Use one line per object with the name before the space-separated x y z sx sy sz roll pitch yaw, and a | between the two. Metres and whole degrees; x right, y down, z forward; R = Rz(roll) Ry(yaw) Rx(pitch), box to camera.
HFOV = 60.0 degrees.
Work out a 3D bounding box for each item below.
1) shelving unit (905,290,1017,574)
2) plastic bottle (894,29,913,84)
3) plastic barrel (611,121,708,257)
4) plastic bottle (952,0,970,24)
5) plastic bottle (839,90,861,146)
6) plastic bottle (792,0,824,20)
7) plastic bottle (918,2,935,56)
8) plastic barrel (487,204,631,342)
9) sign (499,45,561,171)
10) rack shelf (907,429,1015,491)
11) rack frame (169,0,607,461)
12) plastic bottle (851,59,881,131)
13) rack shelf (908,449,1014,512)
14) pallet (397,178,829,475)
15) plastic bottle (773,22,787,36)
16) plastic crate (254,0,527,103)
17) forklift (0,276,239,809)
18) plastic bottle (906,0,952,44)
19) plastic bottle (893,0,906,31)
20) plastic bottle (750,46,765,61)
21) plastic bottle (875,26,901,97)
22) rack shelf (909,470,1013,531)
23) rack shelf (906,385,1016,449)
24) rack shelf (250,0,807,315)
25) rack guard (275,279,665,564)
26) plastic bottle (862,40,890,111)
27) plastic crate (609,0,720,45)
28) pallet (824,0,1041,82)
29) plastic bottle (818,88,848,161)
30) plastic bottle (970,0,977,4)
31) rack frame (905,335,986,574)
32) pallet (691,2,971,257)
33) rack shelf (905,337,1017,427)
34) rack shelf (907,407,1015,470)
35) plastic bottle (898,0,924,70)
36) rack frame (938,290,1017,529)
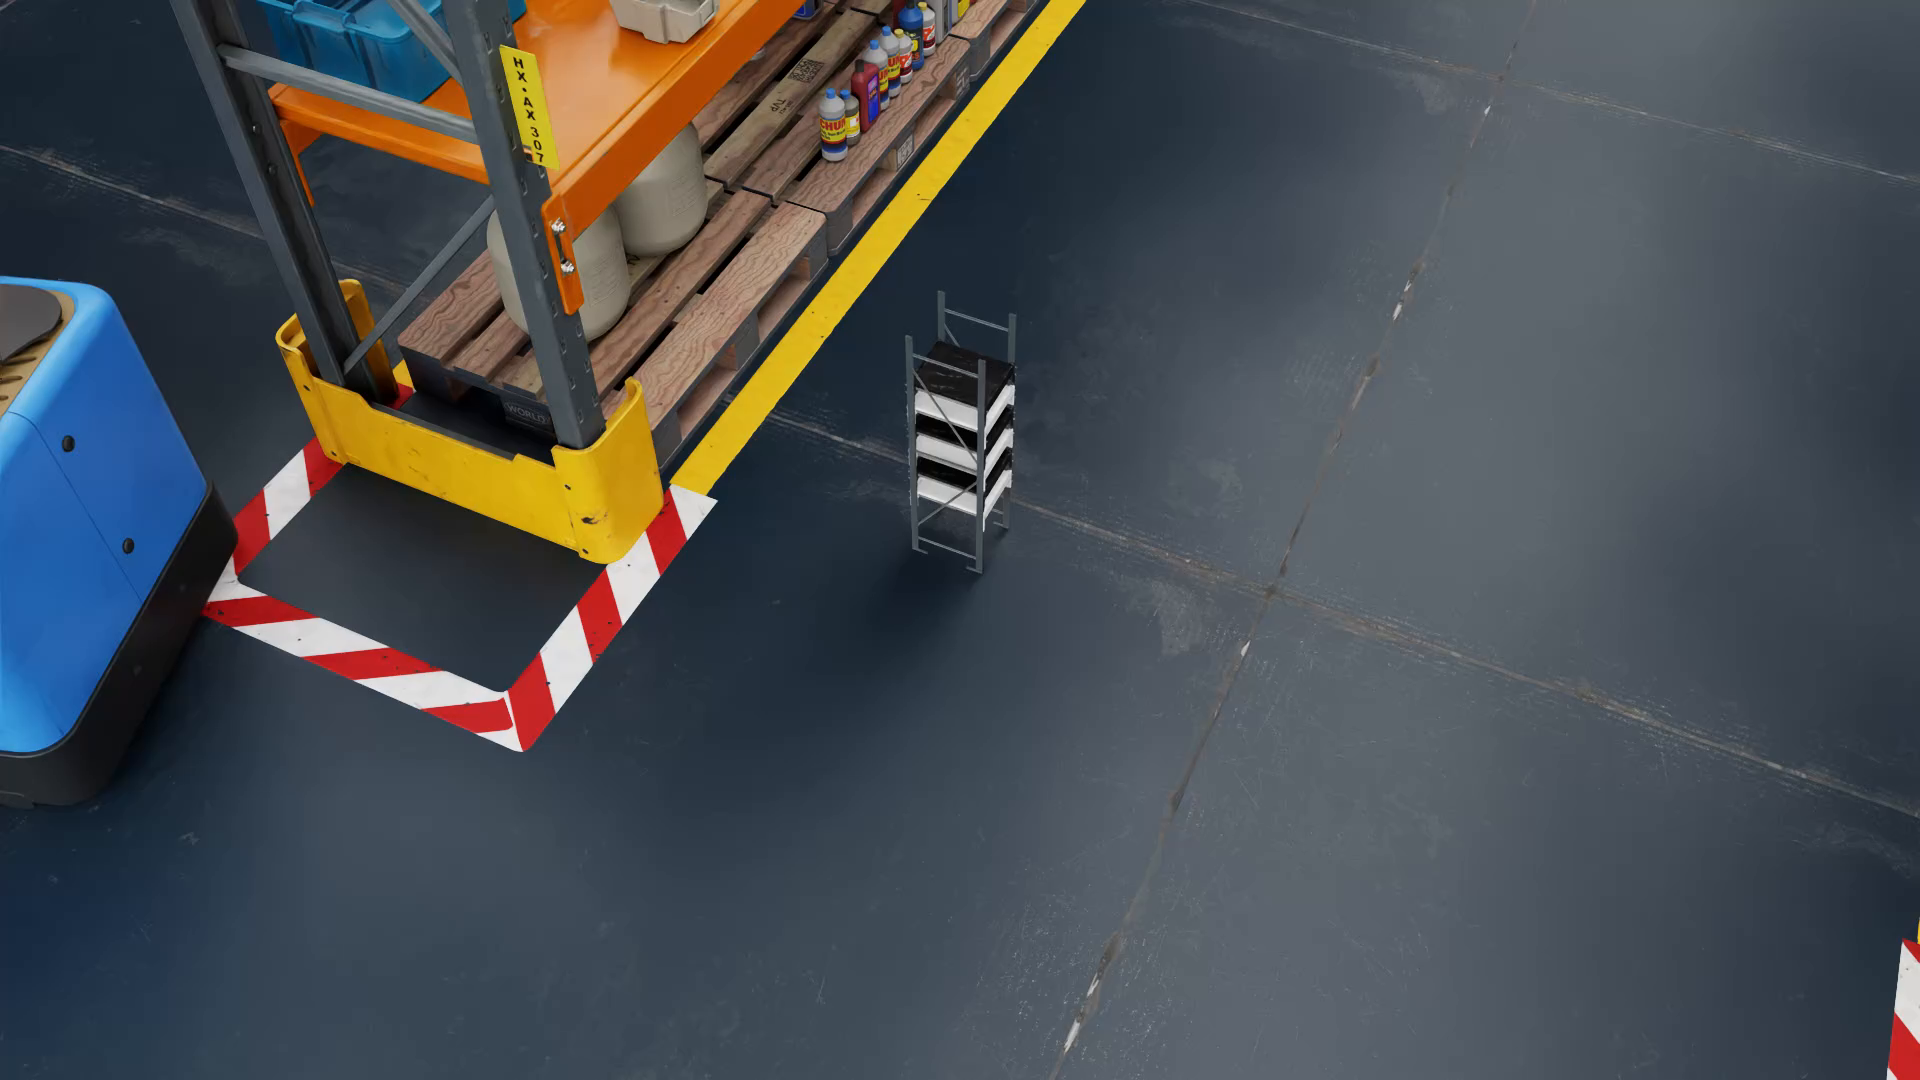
shelving unit | 0.003 -0.297 4.912 0.258 0.900 0.210 20 52 16
plastic bottle | -0.234 -1.877 6.427 0.097 0.201 0.097 0 50 0
plastic barrel | -1.096 -1.275 5.723 0.421 0.512 0.421 0 50 0
plastic bottle | -0.047 -2.268 6.661 0.144 0.351 0.185 19 52 16
plastic bottle | -0.421 -1.576 6.170 0.097 0.201 0.097 0 50 0
plastic bottle | -0.651 -2.261 6.704 0.152 0.276 0.135 20 52 16
plastic bottle | -0.146 -2.019 6.547 0.097 0.201 0.097 0 50 0
plastic barrel | -1.310 -0.929 5.429 0.421 0.512 0.421 0 50 0
sign | -1.026 -1.029 3.975 0.100 0.325 0.005 20 52 16
rack shelf | 0.003 -0.276 4.937 0.258 0.077 0.200 20 52 16
rack frame | -1.522 -1.122 4.235 1.000 3.000 0.127 20 52 16
plastic bottle | -0.352 -1.681 6.205 0.061 0.283 0.133 21 53 17
rack shelf | 0.003 -0.217 5.006 0.258 0.077 0.200 20 52 16
pallet | -1.180 -0.843 5.829 1.003 0.211 1.213 20 52 16
plastic bottle | -0.747 -2.131 6.642 0.097 0.201 0.097 0 50 0
plastic crate | -1.578 -1.515 4.668 0.499 0.251 0.616 20 52 16
forklift | -3.792 -0.715 3.934 3.031 2.935 1.130 6 50 5
plastic bottle | -0.120 -2.133 6.595 0.152 0.276 0.135 21 53 17
plastic bottle | -0.217 -2.170 6.622 0.061 0.283 0.133 20 52 16
plastic bottle | -0.821 -1.997 6.528 0.097 0.201 0.097 0 50 0
plastic bottle | -0.276 -1.832 6.342 0.097 0.271 0.097 0 50 0
rack shelf | 0.003 -0.159 5.075 0.258 0.077 0.200 20 52 16
rack shelf | 0.003 -0.392 4.800 0.258 0.077 0.200 20 52 16
rack shelf | -0.667 -2.266 5.681 1.077 0.370 4.000 20 52 16
rack guard | -1.532 -0.379 5.244 1.175 0.500 0.348 20 52 16
plastic bottle | -0.319 -1.763 6.283 0.097 0.271 0.097 0 50 0
plastic crate | -0.849 -1.548 4.770 0.298 0.136 0.250 20 52 16
pallet | -0.138 -2.523 7.259 1.003 0.211 1.213 20 52 16
plastic bottle | -0.465 -1.527 6.082 0.097 0.271 0.097 0 50 0
plastic bottle | 0.059 -2.343 6.769 0.061 0.283 0.133 23 53 18
rack frame | -0.040 -0.227 4.852 0.240 0.900 0.006 20 52 16
pallet | -0.657 -1.680 6.541 1.003 0.211 1.213 20 52 16
rack shelf | 0.003 -0.451 4.732 0.258 0.077 0.200 20 52 16
rack shelf | 0.003 -0.334 4.869 0.258 0.077 0.200 20 52 16
plastic bottle | -0.190 -1.971 6.461 0.097 0.271 0.097 0 50 0
rack frame | 0.047 -0.367 4.972 0.240 0.900 0.006 20 52 16
